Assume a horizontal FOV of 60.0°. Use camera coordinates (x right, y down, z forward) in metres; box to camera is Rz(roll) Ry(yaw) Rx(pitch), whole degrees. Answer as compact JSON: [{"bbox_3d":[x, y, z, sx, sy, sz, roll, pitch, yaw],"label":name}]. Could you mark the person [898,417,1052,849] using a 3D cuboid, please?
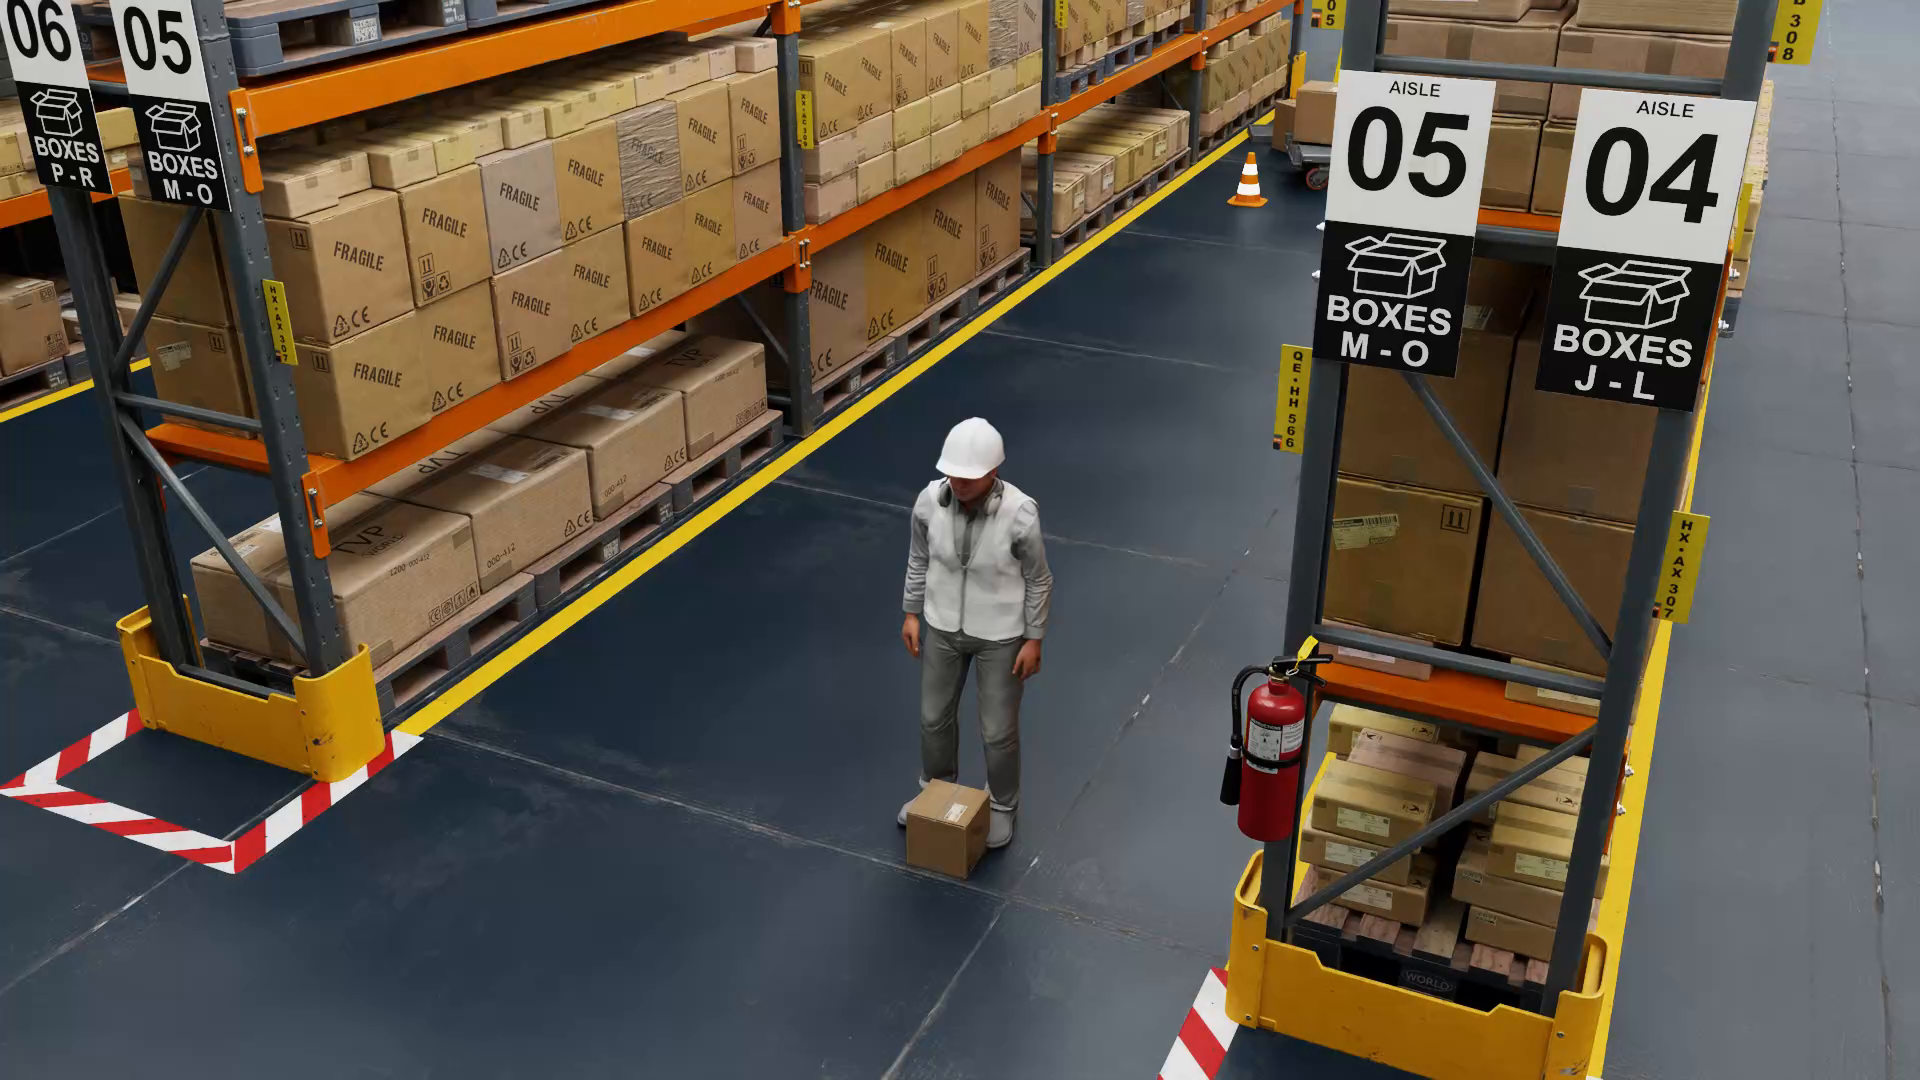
[{"bbox_3d":[0.054,0.342,6.380,0.585,1.771,0.466,11,28,21],"label":"person"}]
